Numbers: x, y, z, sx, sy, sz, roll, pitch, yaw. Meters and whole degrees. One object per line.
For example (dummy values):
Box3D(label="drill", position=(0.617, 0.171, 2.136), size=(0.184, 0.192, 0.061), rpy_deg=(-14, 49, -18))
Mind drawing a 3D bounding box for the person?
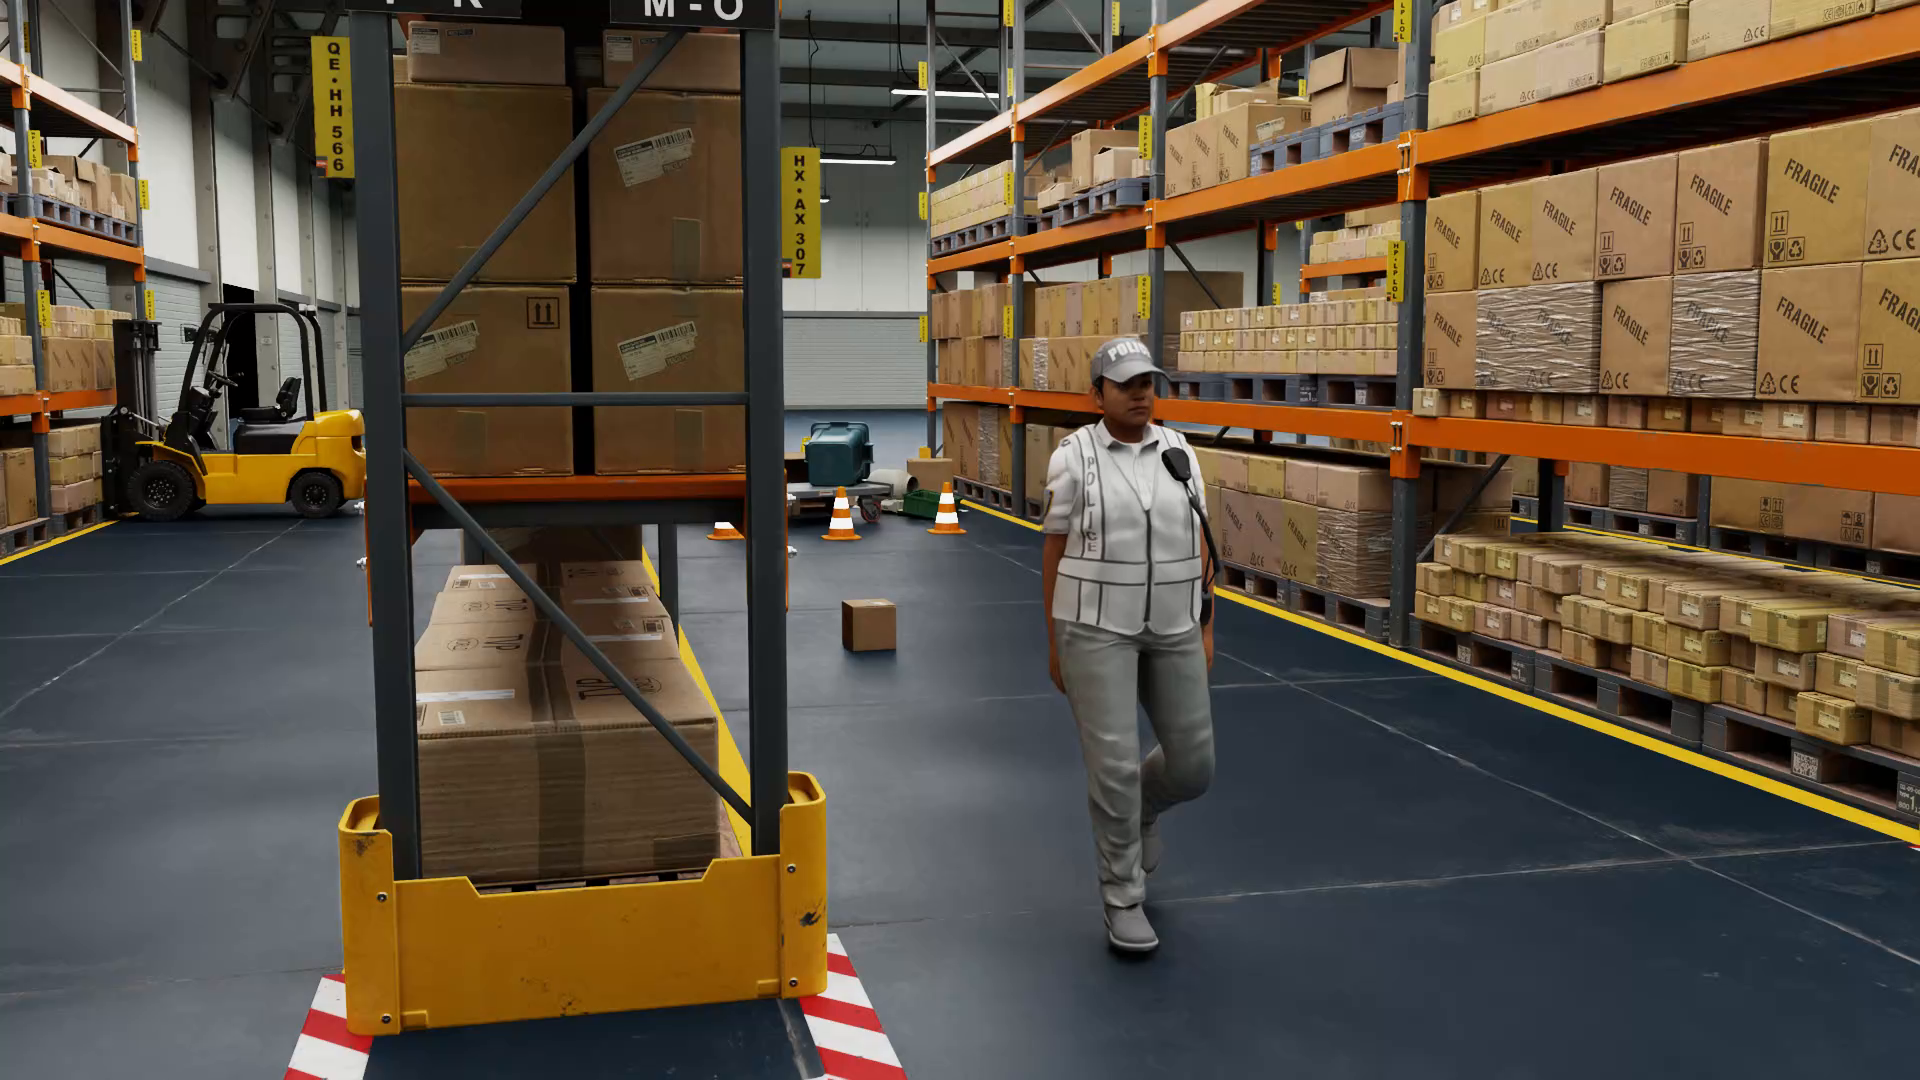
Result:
Box3D(label="person", position=(0.474, 0.257, 4.696), size=(0.488, 1.646, 0.673), rpy_deg=(-1, 6, -12))
